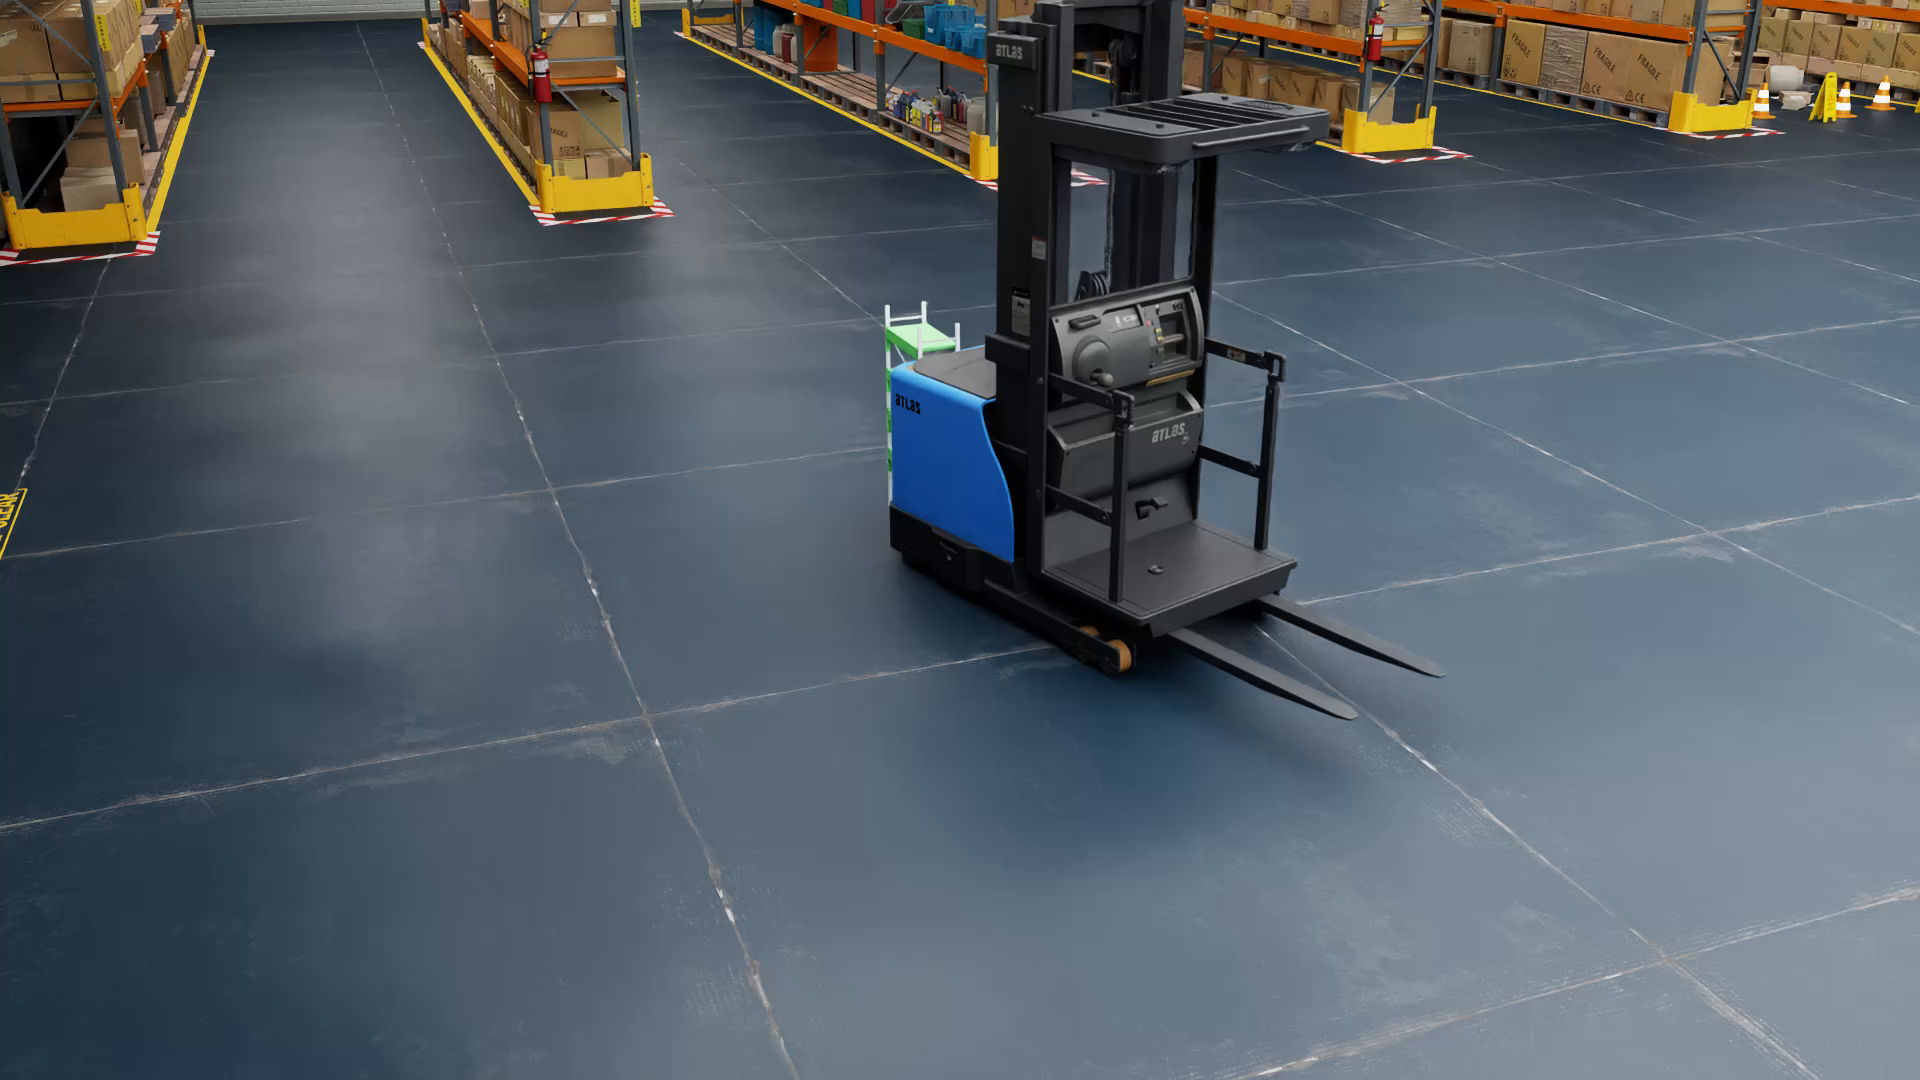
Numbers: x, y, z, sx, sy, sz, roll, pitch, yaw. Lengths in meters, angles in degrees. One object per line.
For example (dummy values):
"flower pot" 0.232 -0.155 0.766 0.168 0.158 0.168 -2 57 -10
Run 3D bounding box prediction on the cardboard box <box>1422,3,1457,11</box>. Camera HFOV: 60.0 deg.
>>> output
"cardboard box" 10.319 -11.265 34.873 0.875 0.438 0.875 -9 24 -20

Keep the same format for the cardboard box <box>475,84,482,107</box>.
"cardboard box" -6.408 -6.163 23.011 0.500 0.250 0.500 -9 24 -20

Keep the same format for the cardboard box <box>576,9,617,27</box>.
"cardboard box" -3.797 -5.448 17.351 0.380 0.149 0.250 -9 24 -19

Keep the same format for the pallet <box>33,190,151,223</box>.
"pallet" -8.774 -3.293 16.791 1.003 0.211 1.213 -8 24 -19

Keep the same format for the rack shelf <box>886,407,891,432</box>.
"rack shelf" -0.210 -0.621 9.343 0.258 0.148 0.480 -9 25 -21

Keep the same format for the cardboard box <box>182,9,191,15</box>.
"cardboard box" -13.589 -9.142 28.921 0.380 0.149 0.250 -9 24 -20

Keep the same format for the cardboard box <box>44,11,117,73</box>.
"cardboard box" -8.381 -4.751 15.861 0.500 0.500 0.500 -8 24 -19

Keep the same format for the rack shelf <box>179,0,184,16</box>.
"rack shelf" -13.439 -9.006 27.681 1.077 0.370 4.000 -8 24 -19

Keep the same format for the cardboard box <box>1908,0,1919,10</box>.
"cardboard box" 14.084 -7.812 24.247 0.380 0.149 0.250 -9 24 -20

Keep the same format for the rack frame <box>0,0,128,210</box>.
"rack frame" -8.493 -4.250 15.472 1.000 3.000 0.127 -8 24 -19

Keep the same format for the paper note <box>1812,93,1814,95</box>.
"paper note" 12.943 -6.819 25.390 0.142 0.019 0.148 -18 29 -37

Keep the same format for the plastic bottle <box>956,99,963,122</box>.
"plastic bottle" -0.005 -5.558 21.506 0.061 0.283 0.133 -8 24 -19

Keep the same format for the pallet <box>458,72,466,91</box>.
"pallet" -7.342 -7.272 26.232 1.003 0.211 1.213 -8 24 -19

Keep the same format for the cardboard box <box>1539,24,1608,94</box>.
"cardboard box" 9.150 -7.036 24.275 0.875 0.875 0.875 -8 24 -19

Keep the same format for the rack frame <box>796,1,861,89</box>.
"rack frame" -2.051 -8.516 25.594 1.000 3.000 0.127 -8 24 -19

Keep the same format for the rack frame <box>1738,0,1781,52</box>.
"rack frame" 13.267 -9.102 26.984 1.000 3.000 0.127 -8 24 -19

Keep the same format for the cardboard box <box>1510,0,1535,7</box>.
"cardboard box" 8.813 -8.323 24.942 0.875 0.550 0.550 -8 24 -19

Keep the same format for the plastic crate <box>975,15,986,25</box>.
"plastic crate" 0.007 -6.630 21.309 0.499 0.251 0.616 -8 24 -19

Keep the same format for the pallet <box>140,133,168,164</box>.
"pallet" -10.183 -4.701 20.133 1.003 0.211 1.213 -8 24 -19

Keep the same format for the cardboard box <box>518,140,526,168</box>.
"cardboard box" -4.692 -4.373 18.764 0.500 0.250 0.500 -8 24 -19

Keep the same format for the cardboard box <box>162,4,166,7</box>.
"cardboard box" -11.315 -7.403 23.249 0.380 0.149 0.250 -8 24 -17

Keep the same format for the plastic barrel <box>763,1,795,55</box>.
"plastic barrel" -3.038 -8.739 28.283 0.600 0.901 0.708 -8 24 -19

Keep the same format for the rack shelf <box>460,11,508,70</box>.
"rack shelf" -5.980 -6.780 22.400 1.077 0.370 4.000 -8 24 -19

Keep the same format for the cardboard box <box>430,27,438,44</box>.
"cardboard box" -9.233 -9.081 29.906 0.500 0.250 0.500 -8 24 -19

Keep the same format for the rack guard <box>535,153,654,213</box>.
"rack guard" -3.852 -3.771 17.553 1.175 0.500 0.348 -8 24 -19

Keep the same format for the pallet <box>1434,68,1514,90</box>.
"pallet" 8.328 -7.371 26.467 1.003 0.211 1.213 -8 24 -19

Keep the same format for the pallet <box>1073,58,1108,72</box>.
"pallet" 2.374 -8.208 28.452 1.003 0.211 1.213 -8 24 -19

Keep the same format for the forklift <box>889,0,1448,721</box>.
"forklift" 0.934 -0.938 7.702 1.130 2.935 3.031 -17 28 -35

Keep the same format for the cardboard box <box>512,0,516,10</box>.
"cardboard box" -4.901 -6.138 18.986 0.380 0.149 0.250 -9 25 -21

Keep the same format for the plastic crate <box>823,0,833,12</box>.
"plastic crate" -1.767 -7.917 24.089 0.402 0.464 0.583 -8 24 -19

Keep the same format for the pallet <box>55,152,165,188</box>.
"pallet" -9.636 -4.179 18.894 1.003 0.211 1.213 -8 24 -19

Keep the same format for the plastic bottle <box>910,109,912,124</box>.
"plastic bottle" -0.596 -5.451 21.358 0.097 0.201 0.097 0 23 0

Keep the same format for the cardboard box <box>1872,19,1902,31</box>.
"cardboard box" 13.874 -7.691 24.834 0.380 0.149 0.250 -8 24 -18

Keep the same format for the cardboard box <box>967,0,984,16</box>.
"cardboard box" 0.693 -10.442 32.356 0.875 0.875 0.875 -8 24 -19

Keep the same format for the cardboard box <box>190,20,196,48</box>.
"cardboard box" -13.805 -8.865 29.098 0.700 0.500 0.500 -8 24 -19

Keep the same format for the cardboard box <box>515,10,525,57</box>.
"cardboard box" -4.745 -5.897 19.250 0.700 0.500 0.500 -8 24 -18

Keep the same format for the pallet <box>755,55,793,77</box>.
"pallet" -2.796 -7.955 27.851 1.003 0.211 1.213 -8 24 -19

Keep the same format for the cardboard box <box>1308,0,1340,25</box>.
"cardboard box" 4.951 -6.841 21.107 0.875 0.500 0.500 -8 24 -19

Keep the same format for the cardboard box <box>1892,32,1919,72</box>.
"cardboard box" 14.153 -7.176 24.448 0.500 0.500 0.500 -8 24 -19

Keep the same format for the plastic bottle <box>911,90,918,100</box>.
"plastic bottle" -0.606 -5.715 21.790 0.144 0.351 0.185 -8 24 -19

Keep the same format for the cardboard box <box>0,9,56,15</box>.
"cardboard box" -9.027 -4.862 16.126 0.500 0.500 0.500 -8 24 -18

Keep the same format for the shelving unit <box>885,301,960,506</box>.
"shelving unit" -0.210 -0.680 9.319 0.258 1.200 0.503 -9 25 -21

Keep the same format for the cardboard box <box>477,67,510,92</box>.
"cardboard box" -6.222 -6.230 22.447 0.500 0.311 0.500 -9 24 -20

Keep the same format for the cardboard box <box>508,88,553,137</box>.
"cardboard box" -4.871 -4.900 19.049 0.500 0.500 0.500 -8 24 -19

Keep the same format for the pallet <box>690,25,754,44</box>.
"pallet" -4.622 -9.833 32.308 1.003 0.211 1.213 -8 24 -19

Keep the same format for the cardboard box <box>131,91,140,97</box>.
"cardboard box" -10.411 -5.201 20.379 0.700 0.500 0.500 -9 24 -20

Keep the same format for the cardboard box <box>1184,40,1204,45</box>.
"cardboard box" 3.450 -7.399 25.594 0.700 0.500 0.500 -11 25 -24

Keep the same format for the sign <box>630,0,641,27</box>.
"sign" -3.339 -5.441 17.080 0.100 0.325 0.005 -8 24 -19

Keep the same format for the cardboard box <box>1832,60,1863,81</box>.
"cardboard box" 13.777 -7.211 25.496 0.500 0.250 0.500 -9 25 -21

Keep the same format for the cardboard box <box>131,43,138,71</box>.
"cardboard box" -9.095 -5.150 17.775 0.500 0.250 0.500 -8 24 -19

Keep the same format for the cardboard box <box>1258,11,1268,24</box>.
"cardboard box" 4.255 -7.057 22.454 0.380 0.149 0.250 -8 24 -19

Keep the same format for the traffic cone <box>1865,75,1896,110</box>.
"traffic cone" 13.321 -6.459 23.979 0.336 0.463 0.334 -8 24 -19

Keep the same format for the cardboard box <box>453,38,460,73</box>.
"cardboard box" -7.610 -7.574 26.011 0.500 0.500 0.500 -9 25 -21

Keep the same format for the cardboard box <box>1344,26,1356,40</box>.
"cardboard box" 5.027 -6.339 20.752 0.380 0.149 0.250 -8 24 -19
